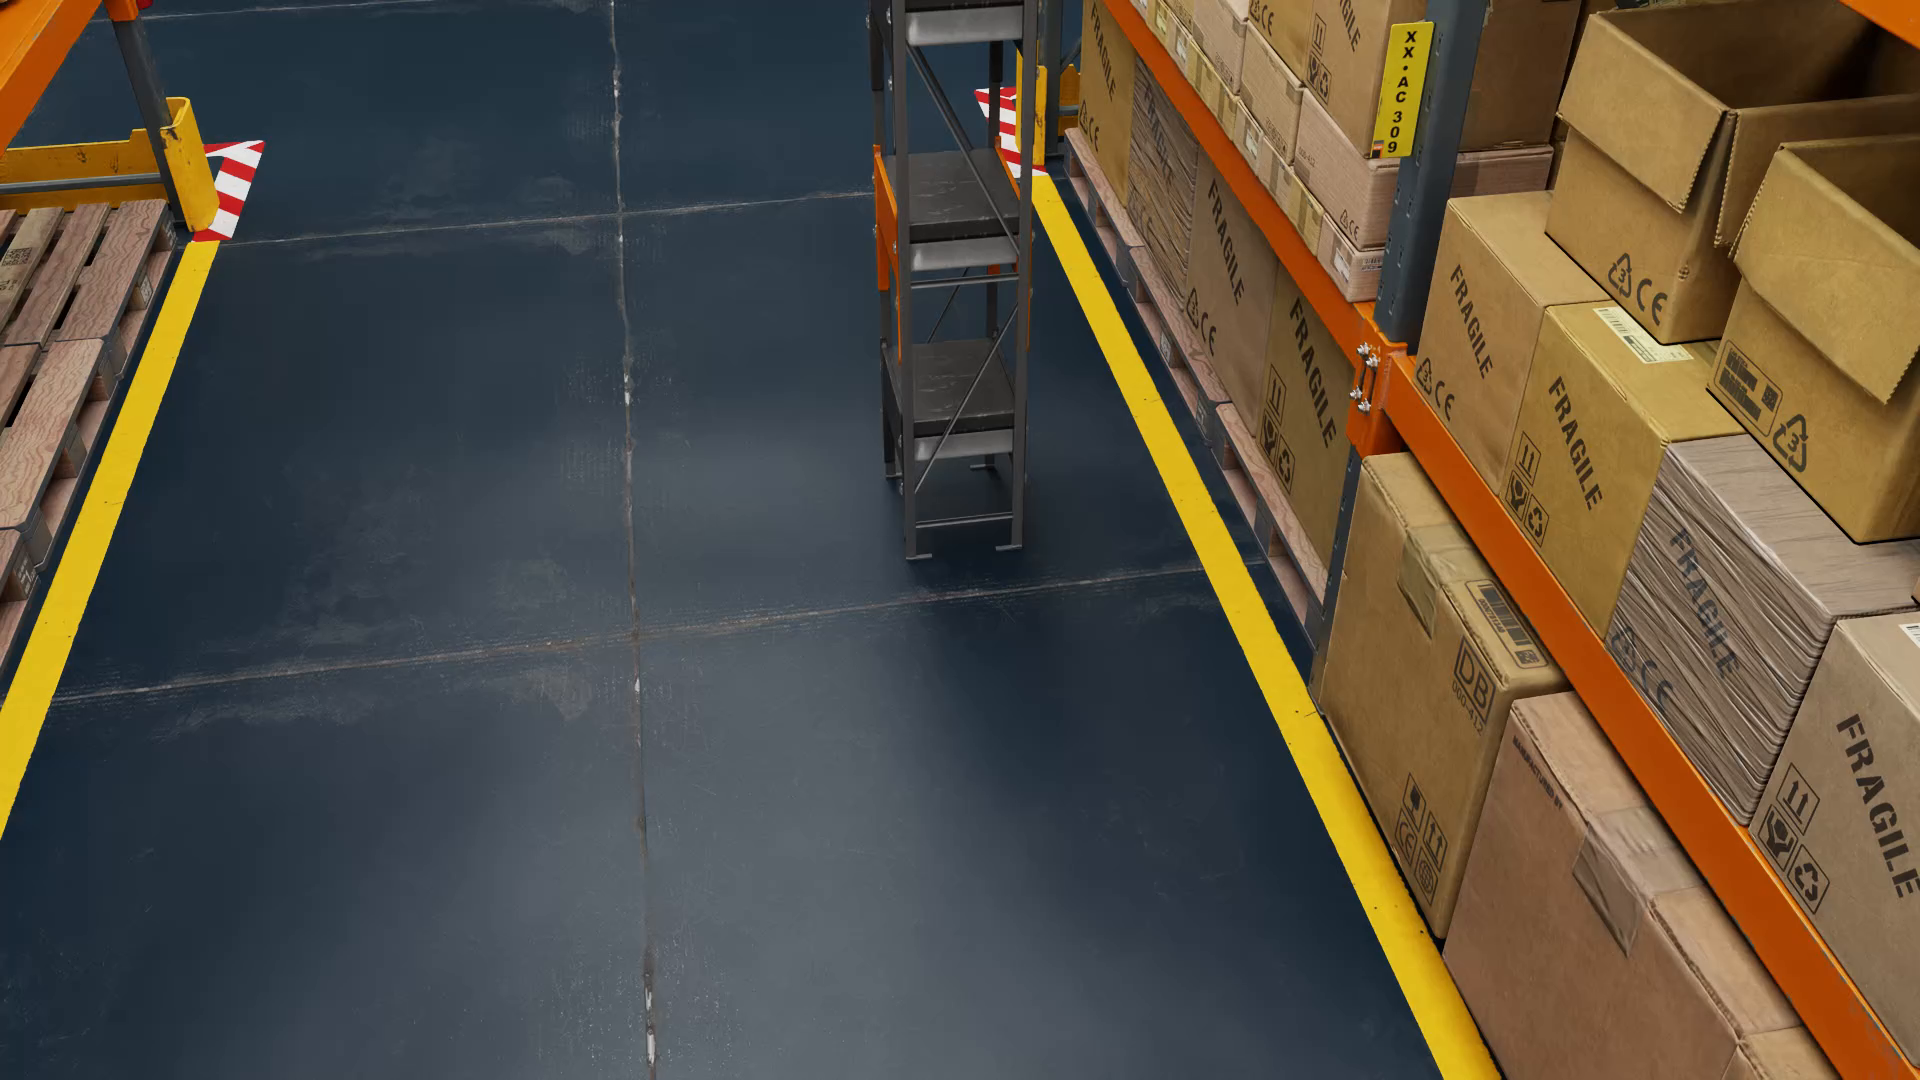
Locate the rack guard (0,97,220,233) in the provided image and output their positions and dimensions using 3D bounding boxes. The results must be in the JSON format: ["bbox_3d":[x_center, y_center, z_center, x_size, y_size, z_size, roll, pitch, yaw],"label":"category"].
[{"bbox_3d":[-4.018,-1.643,7.457,1.175,0.500,0.348,-6,38,-8],"label":"rack guard"}]

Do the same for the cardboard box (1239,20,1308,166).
[{"bbox_3d":[1.148,-1.343,4.913,0.500,0.250,0.500,-5,38,-7],"label":"cardboard box"}]

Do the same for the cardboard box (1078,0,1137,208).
[{"bbox_3d":[1.066,-2.098,7.396,0.875,0.875,0.875,-6,38,-8],"label":"cardboard box"}]

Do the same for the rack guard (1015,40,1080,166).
[{"bbox_3d":[0.871,-2.177,8.145,1.175,0.500,0.348,-6,38,-8],"label":"rack guard"}]

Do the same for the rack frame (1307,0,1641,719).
[{"bbox_3d":[1.576,-0.734,4.249,1.000,3.000,0.127,-6,38,-8],"label":"rack frame"}]

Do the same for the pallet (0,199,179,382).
[{"bbox_3d":[-3.895,-1.013,6.882,1.003,0.211,1.213,-6,38,-8],"label":"pallet"}]

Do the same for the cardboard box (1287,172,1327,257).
[{"bbox_3d":[1.155,-0.939,4.719,0.380,0.149,0.250,-6,38,-7],"label":"cardboard box"}]

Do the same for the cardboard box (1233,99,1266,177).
[{"bbox_3d":[1.065,-1.249,5.118,0.380,0.149,0.250,-6,38,-7],"label":"cardboard box"}]

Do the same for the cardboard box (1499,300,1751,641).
[{"bbox_3d":[1.500,-0.165,3.436,0.500,0.500,0.500,-6,38,-8],"label":"cardboard box"}]

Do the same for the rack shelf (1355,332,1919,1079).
[{"bbox_3d":[1.927,0.759,2.915,1.077,0.370,4.000,-6,38,-8],"label":"rack shelf"}]

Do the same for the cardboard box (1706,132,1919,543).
[{"bbox_3d":[1.805,-0.369,2.880,0.797,0.503,0.637,-6,38,-7],"label":"cardboard box"}]

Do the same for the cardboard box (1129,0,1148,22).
[{"bbox_3d":[0.840,-2.024,6.115,0.380,0.149,0.250,-7,38,-8],"label":"cardboard box"}]

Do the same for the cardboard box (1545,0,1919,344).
[{"bbox_3d":[1.697,-0.784,3.415,0.797,0.503,0.637,-7,38,-9],"label":"cardboard box"}]

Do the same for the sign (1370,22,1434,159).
[{"bbox_3d":[1.030,-1.046,3.881,0.100,0.325,0.005,-6,38,-8],"label":"sign"}]

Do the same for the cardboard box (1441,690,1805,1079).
[{"bbox_3d":[1.866,0.864,3.583,1.225,0.875,0.875,-7,38,-10],"label":"cardboard box"}]

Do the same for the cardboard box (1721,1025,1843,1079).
[{"bbox_3d":[2.029,1.397,2.896,1.225,0.875,0.875,-6,38,-8],"label":"cardboard box"}]

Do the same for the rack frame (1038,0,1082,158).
[{"bbox_3d":[0.875,-3.150,7.359,1.000,3.000,0.127,-6,38,-8],"label":"rack frame"}]

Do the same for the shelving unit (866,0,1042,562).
[{"bbox_3d":[-0.029,-0.929,5.235,0.431,2.100,0.503,-6,38,-8],"label":"shelving unit"}]

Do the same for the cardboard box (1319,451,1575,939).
[{"bbox_3d":[1.708,0.324,4.277,1.225,0.875,0.875,-6,38,-8],"label":"cardboard box"}]

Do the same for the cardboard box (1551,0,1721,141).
[{"bbox_3d":[1.744,-1.405,4.382,0.500,0.500,0.500,-6,38,-8],"label":"cardboard box"}]

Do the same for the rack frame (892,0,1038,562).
[{"bbox_3d":[0.014,-0.782,5.045,0.400,2.100,0.015,-6,38,-8],"label":"rack frame"}]

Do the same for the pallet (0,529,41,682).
[{"bbox_3d":[-3.467,0.460,4.985,1.003,0.211,1.213,-6,38,-8],"label":"pallet"}]

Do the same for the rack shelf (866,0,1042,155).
[{"bbox_3d":[-0.029,-1.471,4.813,0.431,0.518,0.480,-6,38,-8],"label":"rack shelf"}]

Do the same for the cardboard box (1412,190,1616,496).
[{"bbox_3d":[1.411,-0.468,3.826,0.500,0.500,0.500,-6,38,-8],"label":"cardboard box"}]

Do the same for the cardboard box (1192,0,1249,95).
[{"bbox_3d":[1.058,-1.651,5.310,0.500,0.250,0.500,-5,38,-7],"label":"cardboard box"}]

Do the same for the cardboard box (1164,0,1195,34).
[{"bbox_3d":[0.972,-1.957,5.704,0.500,0.250,0.500,-7,38,-9],"label":"cardboard box"}]

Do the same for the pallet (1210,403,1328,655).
[{"bbox_3d":[1.520,-0.100,5.707,1.003,0.211,1.213,-6,38,-8],"label":"pallet"}]

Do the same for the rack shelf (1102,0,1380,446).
[{"bbox_3d":[1.226,-1.657,6.025,1.077,0.370,4.000,-6,38,-8],"label":"rack shelf"}]

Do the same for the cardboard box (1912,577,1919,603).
[{"bbox_3d":[1.930,0.005,2.399,0.797,0.503,0.637,-5,38,-6],"label":"cardboard box"}]

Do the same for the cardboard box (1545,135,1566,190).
[{"bbox_3d":[1.752,-1.104,4.606,0.500,0.250,0.500,-7,38,-9],"label":"cardboard box"}]

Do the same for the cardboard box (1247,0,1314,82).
[{"bbox_3d":[1.149,-1.640,4.684,0.500,0.500,0.500,-6,38,-7],"label":"cardboard box"}]

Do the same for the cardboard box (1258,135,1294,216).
[{"bbox_3d":[1.110,-1.094,4.918,0.380,0.149,0.250,-7,38,-9],"label":"cardboard box"}]

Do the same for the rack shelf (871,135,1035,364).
[{"bbox_3d":[-0.029,-0.918,5.243,0.431,0.518,0.480,-6,38,-8],"label":"rack shelf"}]

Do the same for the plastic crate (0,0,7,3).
[{"bbox_3d":[-3.680,-2.063,6.127,0.396,0.136,0.243,-6,38,-8],"label":"plastic crate"}]

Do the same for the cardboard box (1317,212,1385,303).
[{"bbox_3d":[1.201,-0.783,4.518,0.380,0.149,0.250,-6,38,-8],"label":"cardboard box"}]

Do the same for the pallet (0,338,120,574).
[{"bbox_3d":[-3.684,-0.278,5.936,1.003,0.211,1.213,-6,38,-8],"label":"pallet"}]

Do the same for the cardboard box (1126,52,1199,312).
[{"bbox_3d":[1.226,-1.549,6.688,0.875,0.875,0.875,-6,38,-8],"label":"cardboard box"}]

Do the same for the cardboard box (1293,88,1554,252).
[{"bbox_3d":[1.241,-1.030,4.511,0.500,0.250,0.500,-7,38,-9],"label":"cardboard box"}]

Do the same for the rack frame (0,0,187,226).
[{"bbox_3d":[-4.001,-2.617,6.673,1.000,3.000,0.127,-6,38,-8],"label":"rack frame"}]

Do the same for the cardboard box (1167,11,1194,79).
[{"bbox_3d":[0.931,-1.713,5.715,0.380,0.149,0.250,-6,38,-7],"label":"cardboard box"}]

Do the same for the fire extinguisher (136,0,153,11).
[{"bbox_3d":[-3.580,-2.579,6.992,0.296,0.674,0.183,-6,38,-8],"label":"fire extinguisher"}]

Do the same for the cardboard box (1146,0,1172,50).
[{"bbox_3d":[0.884,-1.872,5.919,0.380,0.149,0.250,-7,38,-9],"label":"cardboard box"}]

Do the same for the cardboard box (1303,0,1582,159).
[{"bbox_3d":[1.233,-1.337,4.294,0.500,0.500,0.500,-5,38,-7],"label":"cardboard box"}]

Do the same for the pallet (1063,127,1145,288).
[{"bbox_3d":[1.092,-1.574,7.604,1.003,0.211,1.213,-6,38,-8],"label":"pallet"}]

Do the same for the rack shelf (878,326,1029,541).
[{"bbox_3d":[-0.029,-0.366,5.672,0.431,0.518,0.480,-6,38,-8],"label":"rack shelf"}]

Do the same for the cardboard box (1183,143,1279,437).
[{"bbox_3d":[1.382,-1.011,5.996,0.875,0.875,0.875,-6,38,-8],"label":"cardboard box"}]

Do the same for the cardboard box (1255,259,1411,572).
[{"bbox_3d":[1.540,-0.468,5.296,0.875,0.875,0.875,-6,38,-8],"label":"cardboard box"}]

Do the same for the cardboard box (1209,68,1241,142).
[{"bbox_3d":[1.020,-1.405,5.318,0.380,0.149,0.250,-6,38,-7],"label":"cardboard box"}]

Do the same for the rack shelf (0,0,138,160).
[{"bbox_3d":[-3.650,-1.125,5.339,1.077,0.370,4.000,-6,38,-8],"label":"rack shelf"}]

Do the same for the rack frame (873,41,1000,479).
[{"bbox_3d":[-0.072,-1.077,5.424,0.400,2.100,0.015,-6,38,-8],"label":"rack frame"}]

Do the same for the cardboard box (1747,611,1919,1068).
[{"bbox_3d":[1.683,0.449,2.646,0.500,0.500,0.500,-6,38,-7],"label":"cardboard box"}]

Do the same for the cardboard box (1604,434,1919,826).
[{"bbox_3d":[1.587,0.138,3.046,0.500,0.500,0.500,-7,38,-9],"label":"cardboard box"}]

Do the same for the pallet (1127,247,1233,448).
[{"bbox_3d":[1.303,-0.839,6.657,1.003,0.211,1.213,-6,38,-8],"label":"pallet"}]

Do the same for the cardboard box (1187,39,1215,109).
[{"bbox_3d":[0.975,-1.559,5.517,0.380,0.149,0.250,-7,38,-9],"label":"cardboard box"}]
